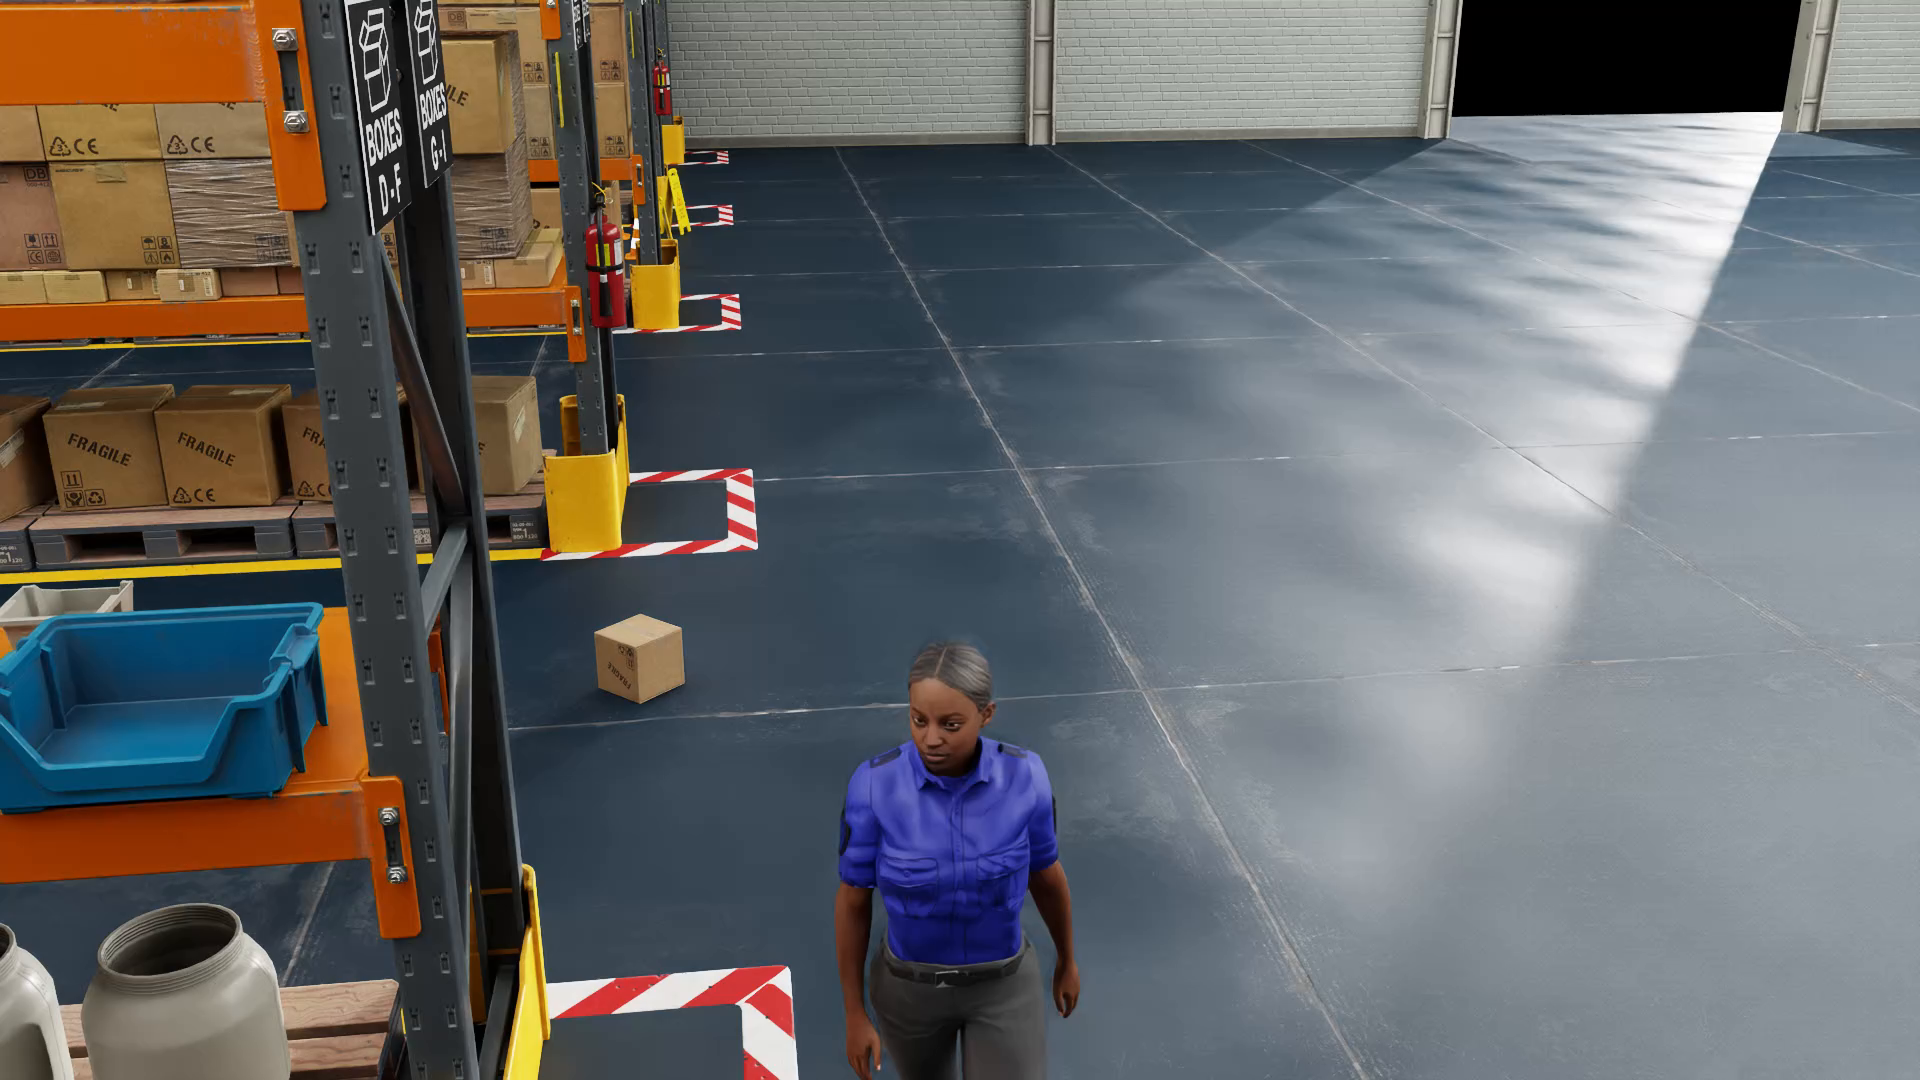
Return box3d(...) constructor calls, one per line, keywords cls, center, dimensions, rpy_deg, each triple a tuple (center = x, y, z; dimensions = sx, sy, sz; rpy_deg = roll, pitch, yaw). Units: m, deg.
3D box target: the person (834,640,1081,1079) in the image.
box3d(cls="person", center=(0.005, 0.951, 3.470), dimensions=(0.527, 1.592, 1.006), rpy_deg=(0, 20, -1))
